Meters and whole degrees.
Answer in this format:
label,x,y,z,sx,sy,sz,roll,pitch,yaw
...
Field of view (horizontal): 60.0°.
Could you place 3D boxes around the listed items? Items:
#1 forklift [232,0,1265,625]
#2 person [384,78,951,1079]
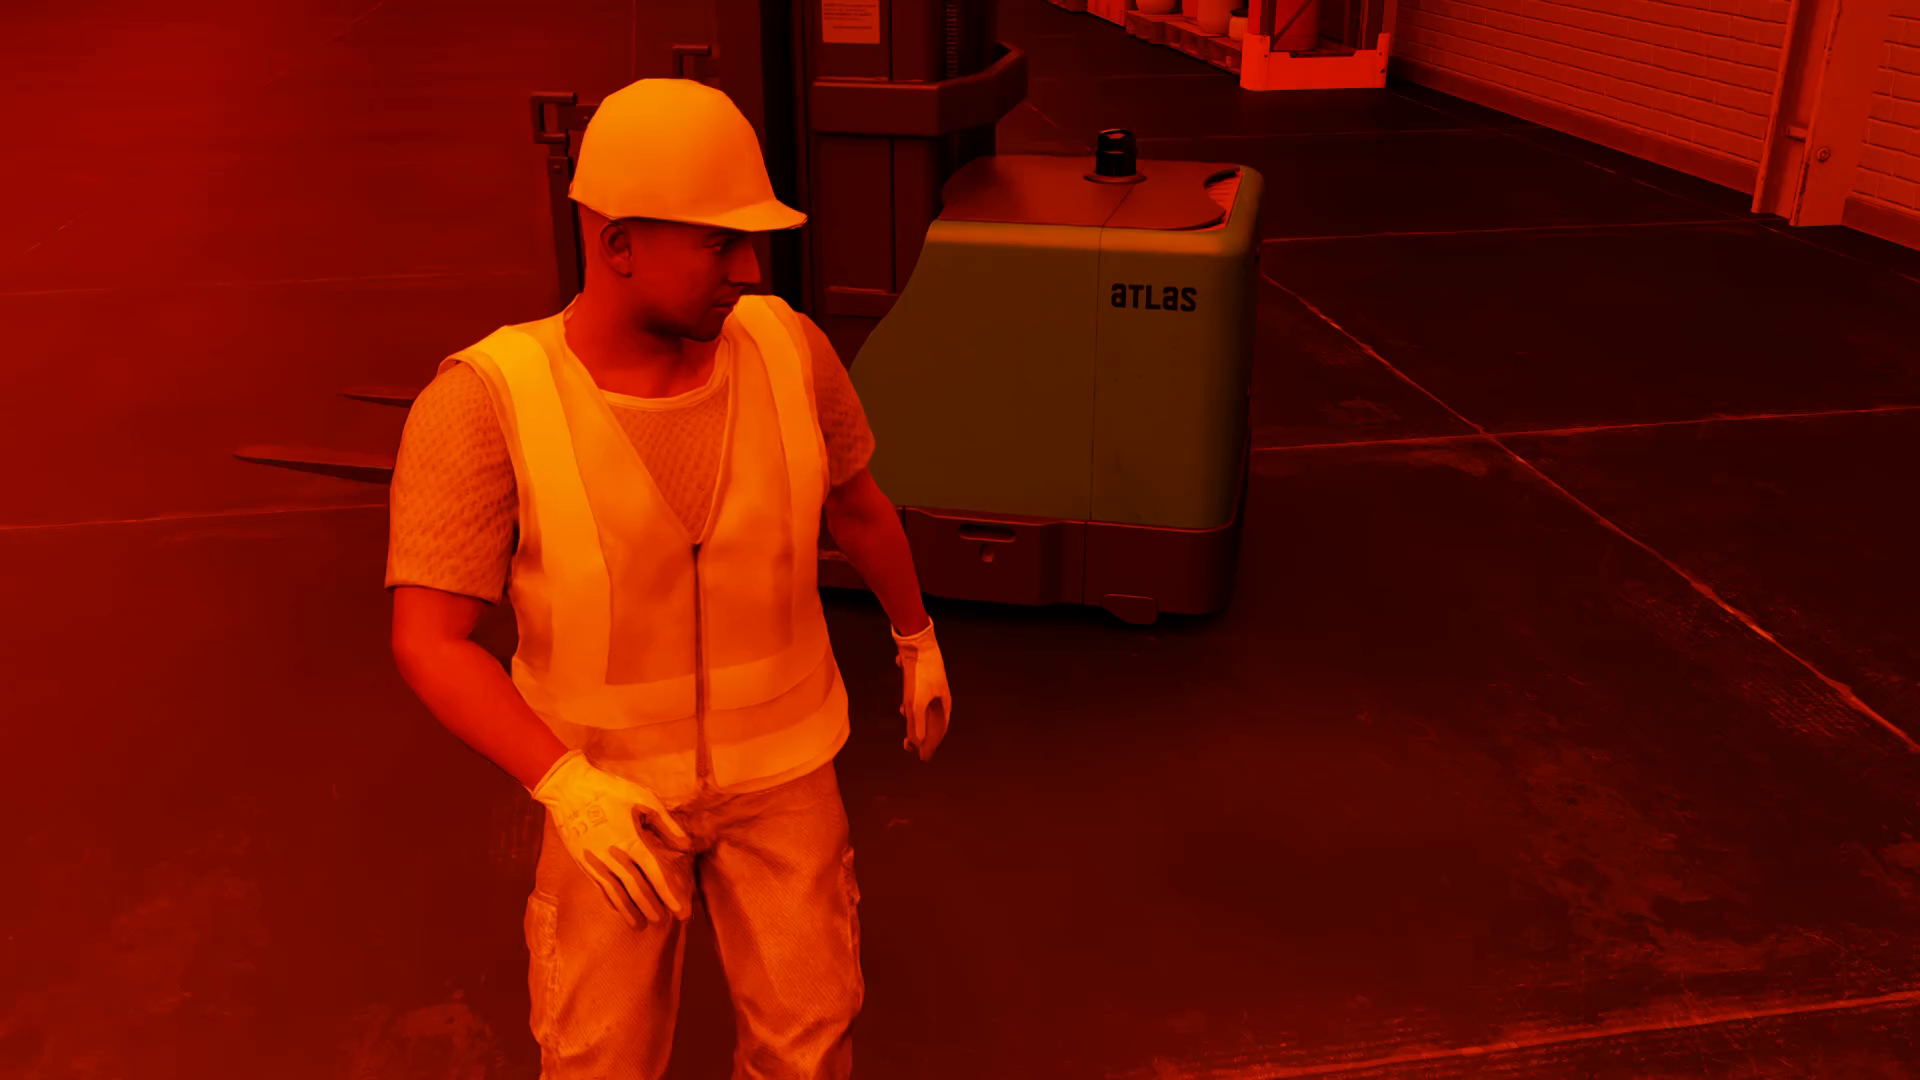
label,x,y,z,sx,sy,sz,roll,pitch,yaw
forklift,-0.670,-1.403,4.580,3.031,2.935,1.130,5,24,11
person,-0.310,0.299,2.150,0.747,1.731,0.582,-8,24,-17
